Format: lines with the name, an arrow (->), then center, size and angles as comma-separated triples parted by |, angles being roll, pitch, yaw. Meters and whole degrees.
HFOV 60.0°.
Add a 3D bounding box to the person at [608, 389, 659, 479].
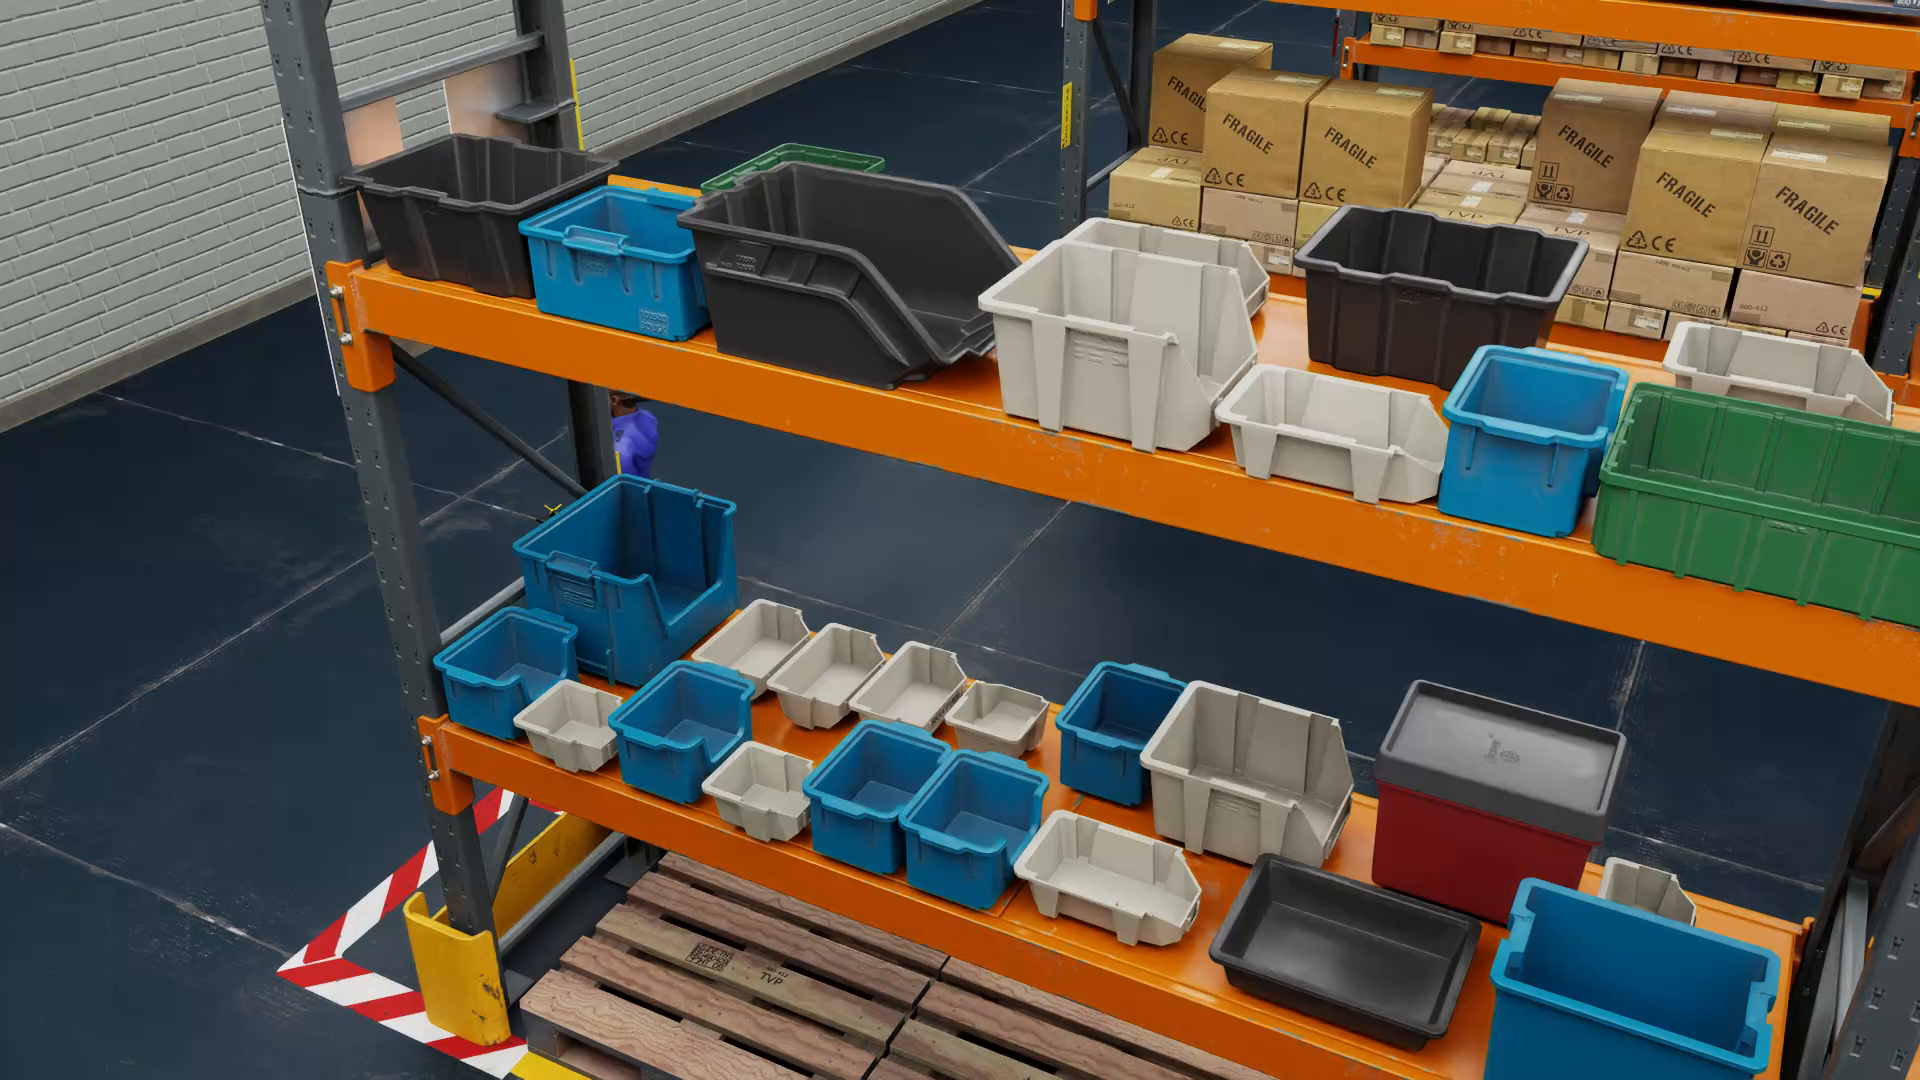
person -> -1.470, 0.000, 7.120 | 0.439, 1.687, 0.457 | 6, 31, 11
